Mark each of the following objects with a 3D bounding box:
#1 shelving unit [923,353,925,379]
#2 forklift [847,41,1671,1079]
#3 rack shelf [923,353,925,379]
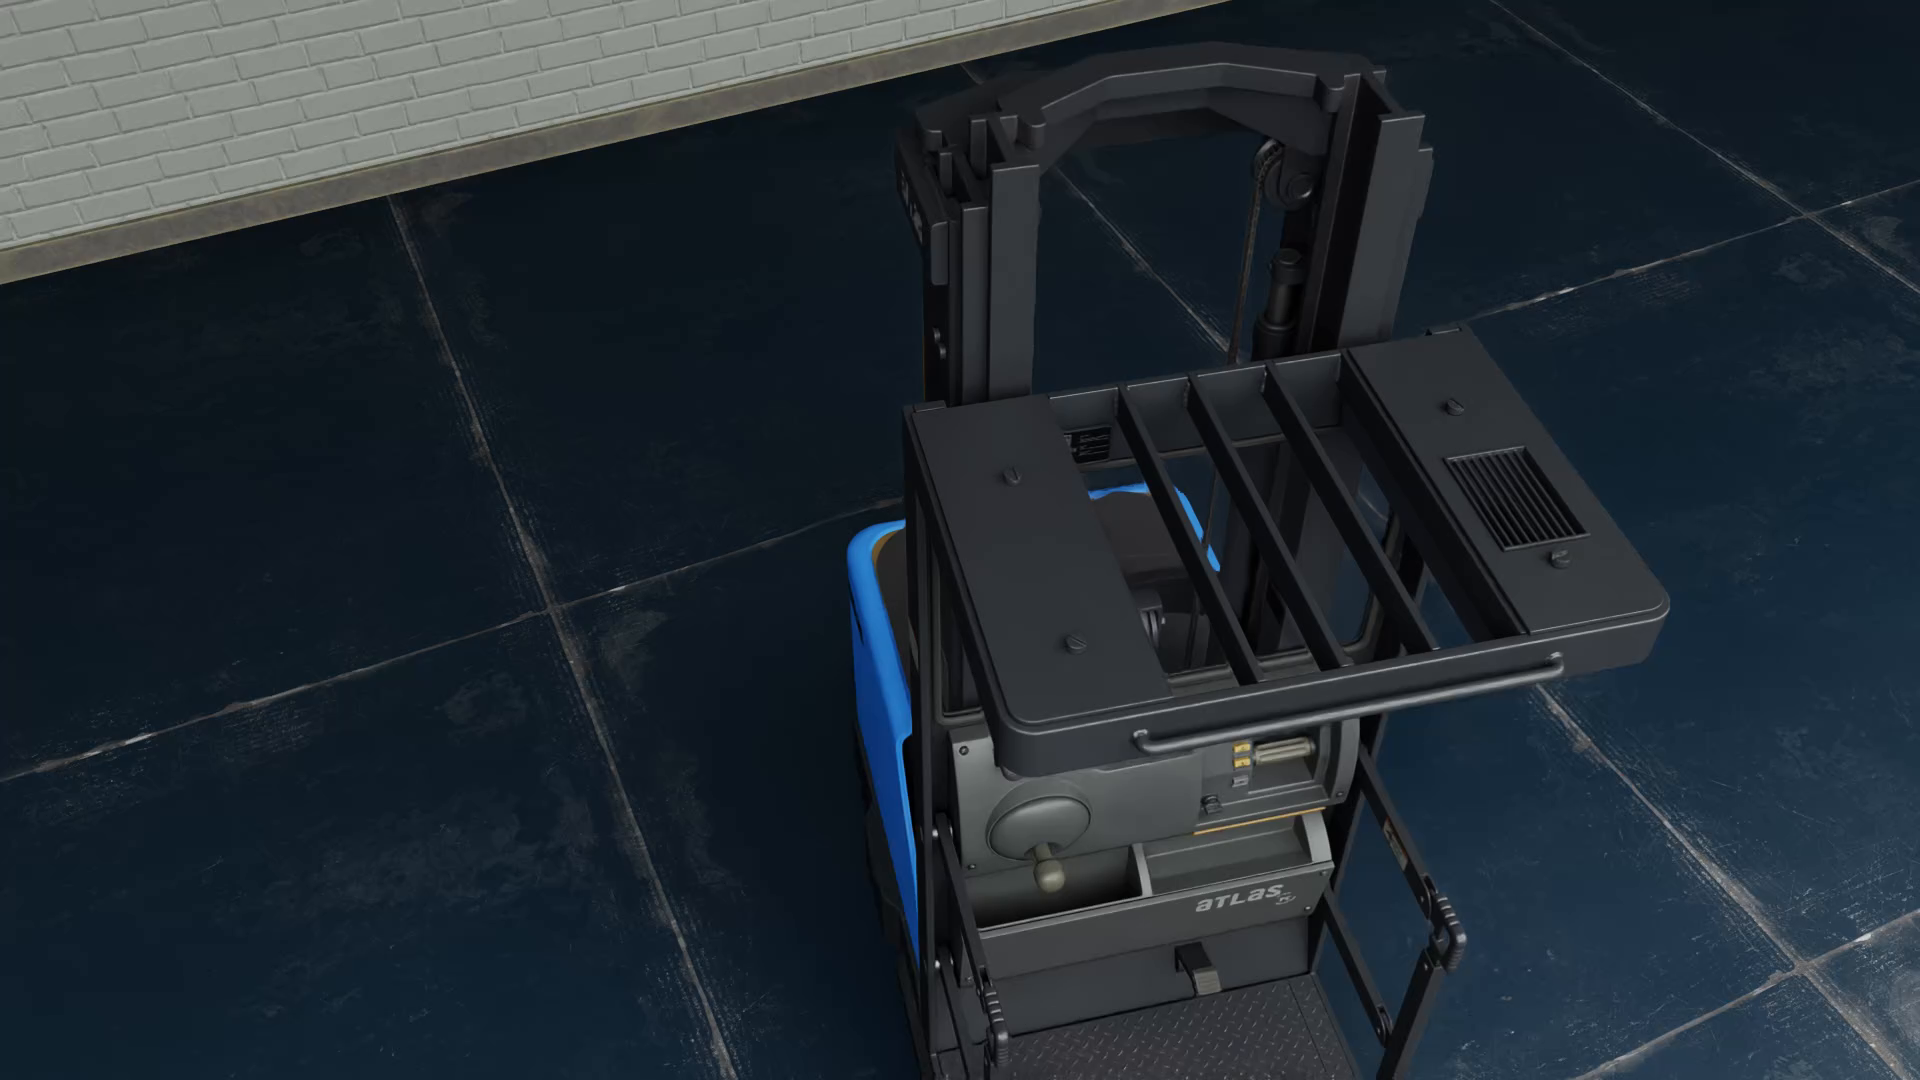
[{"bbox_3d":[0.022,-0.340,5.847,0.215,1.050,0.252,-18,47,-17],"label":"shelving unit"},{"bbox_3d":[0.493,0.616,3.539,1.130,2.935,3.031,-9,45,-9],"label":"forklift"},{"bbox_3d":[0.022,-0.534,5.655,0.215,0.259,0.240,-18,47,-17],"label":"rack shelf"}]
